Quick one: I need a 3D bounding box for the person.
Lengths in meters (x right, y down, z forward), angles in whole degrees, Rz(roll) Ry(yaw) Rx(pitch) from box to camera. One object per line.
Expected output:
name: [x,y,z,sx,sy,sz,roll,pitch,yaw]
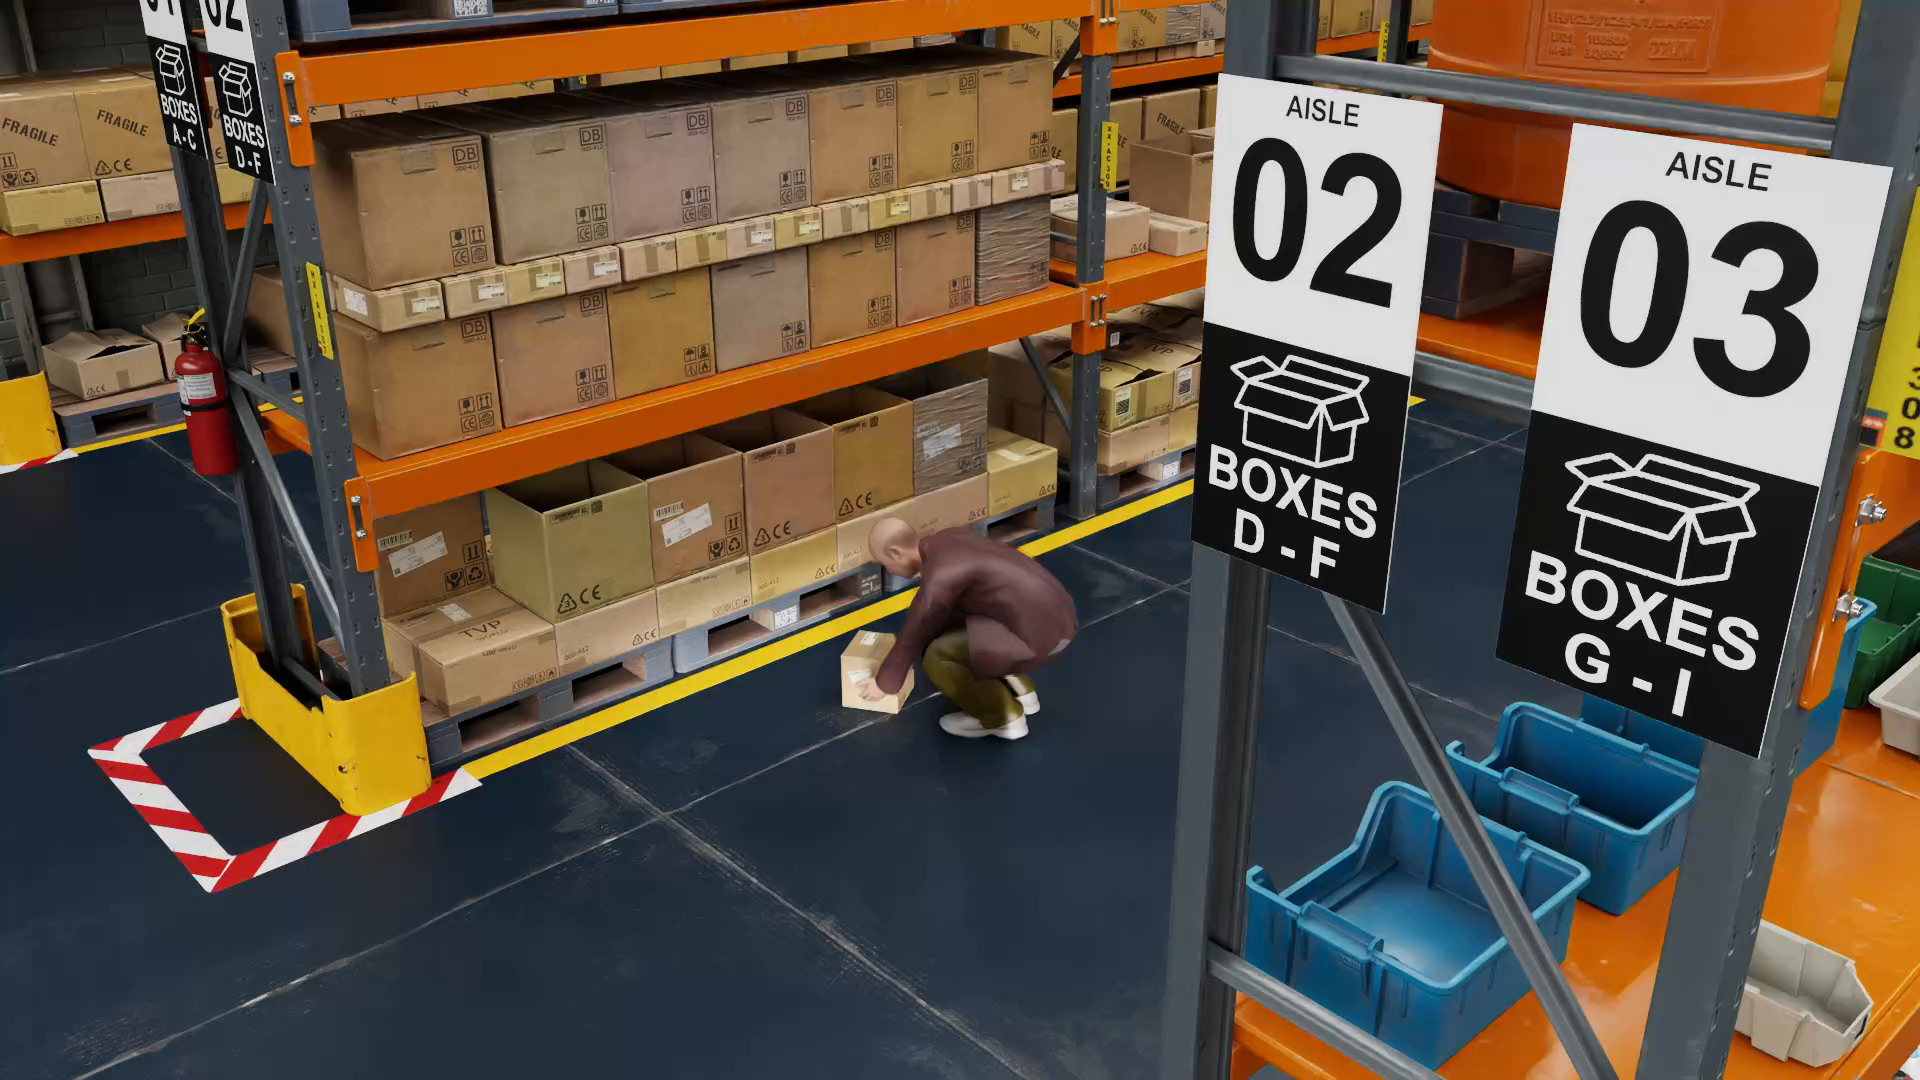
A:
person: [0.025,0.342,6.920,0.939,0.911,0.593,6,25,14]
